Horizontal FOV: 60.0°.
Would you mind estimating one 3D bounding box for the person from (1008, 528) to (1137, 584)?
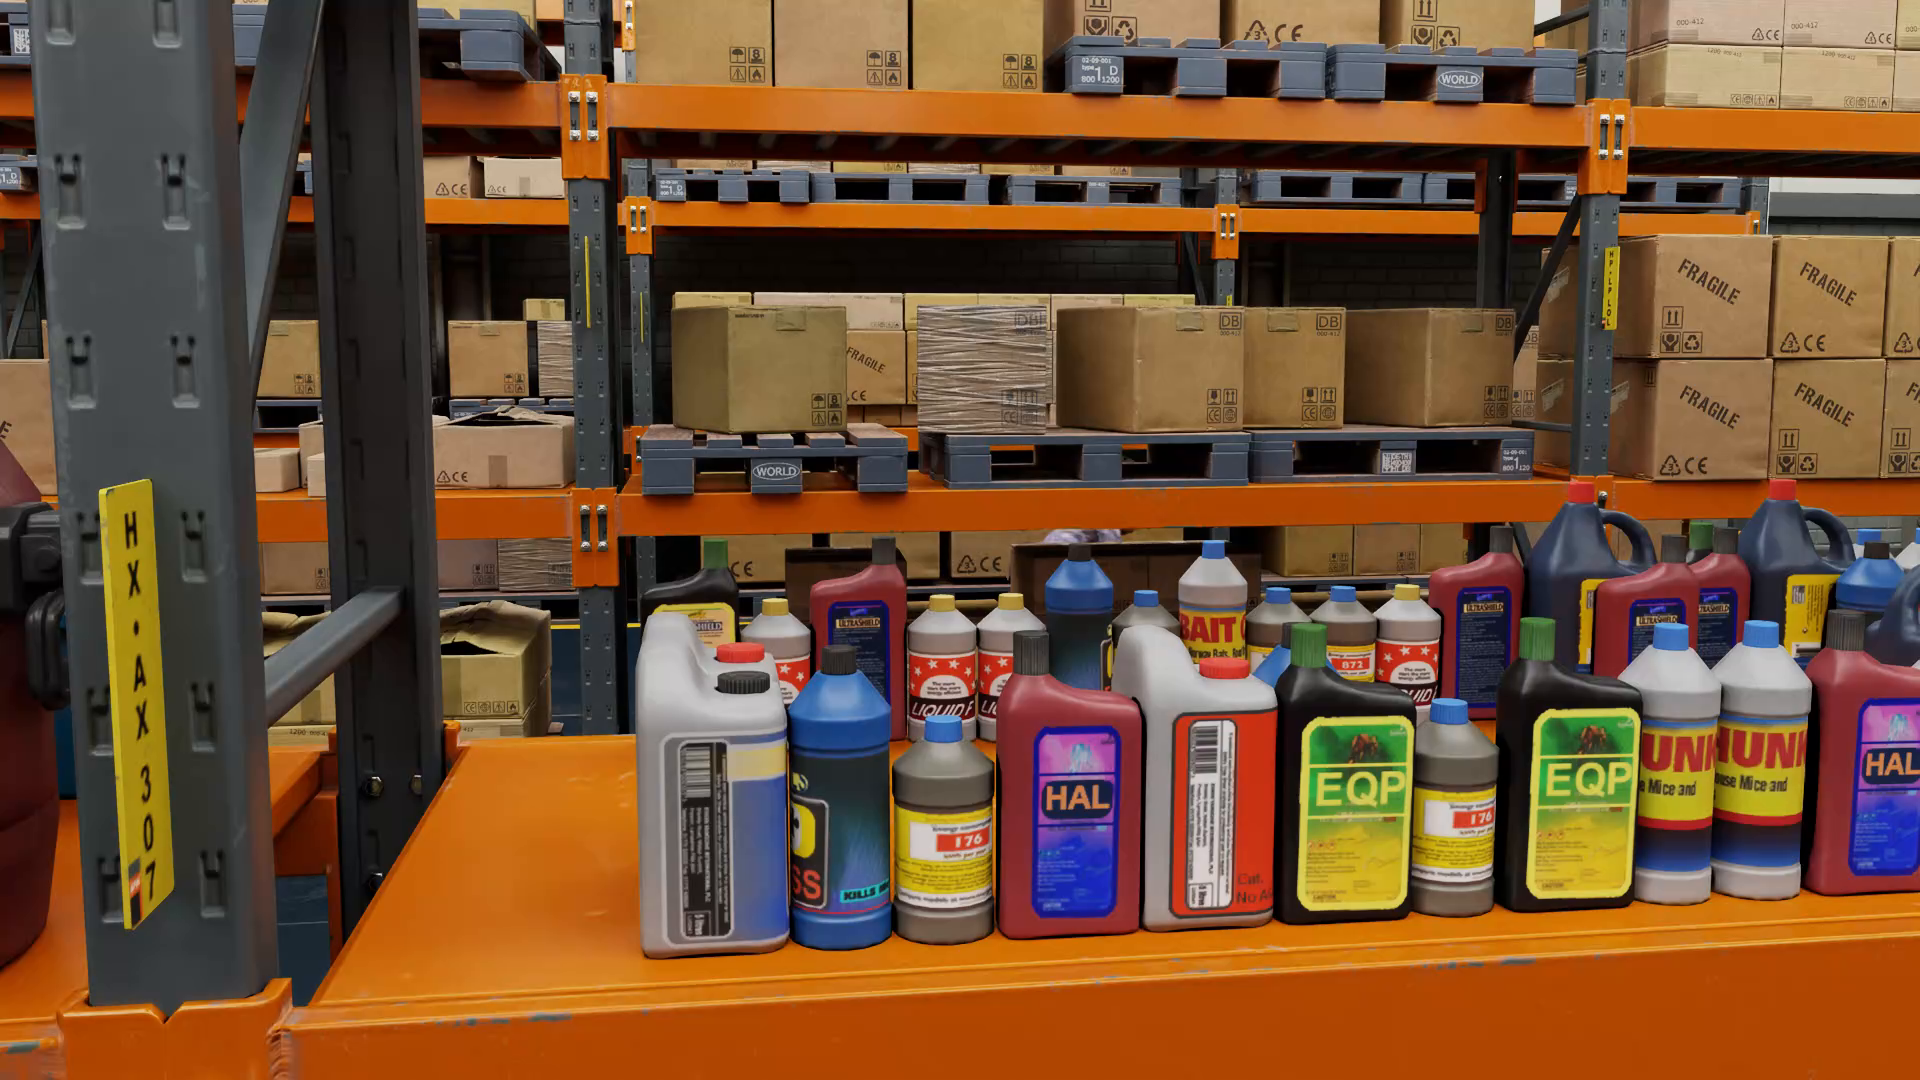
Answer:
[{"bbox_3d":[0.664,0.259,9.251,0.785,1.060,0.534,-1,7,-9],"label":"person"}]
